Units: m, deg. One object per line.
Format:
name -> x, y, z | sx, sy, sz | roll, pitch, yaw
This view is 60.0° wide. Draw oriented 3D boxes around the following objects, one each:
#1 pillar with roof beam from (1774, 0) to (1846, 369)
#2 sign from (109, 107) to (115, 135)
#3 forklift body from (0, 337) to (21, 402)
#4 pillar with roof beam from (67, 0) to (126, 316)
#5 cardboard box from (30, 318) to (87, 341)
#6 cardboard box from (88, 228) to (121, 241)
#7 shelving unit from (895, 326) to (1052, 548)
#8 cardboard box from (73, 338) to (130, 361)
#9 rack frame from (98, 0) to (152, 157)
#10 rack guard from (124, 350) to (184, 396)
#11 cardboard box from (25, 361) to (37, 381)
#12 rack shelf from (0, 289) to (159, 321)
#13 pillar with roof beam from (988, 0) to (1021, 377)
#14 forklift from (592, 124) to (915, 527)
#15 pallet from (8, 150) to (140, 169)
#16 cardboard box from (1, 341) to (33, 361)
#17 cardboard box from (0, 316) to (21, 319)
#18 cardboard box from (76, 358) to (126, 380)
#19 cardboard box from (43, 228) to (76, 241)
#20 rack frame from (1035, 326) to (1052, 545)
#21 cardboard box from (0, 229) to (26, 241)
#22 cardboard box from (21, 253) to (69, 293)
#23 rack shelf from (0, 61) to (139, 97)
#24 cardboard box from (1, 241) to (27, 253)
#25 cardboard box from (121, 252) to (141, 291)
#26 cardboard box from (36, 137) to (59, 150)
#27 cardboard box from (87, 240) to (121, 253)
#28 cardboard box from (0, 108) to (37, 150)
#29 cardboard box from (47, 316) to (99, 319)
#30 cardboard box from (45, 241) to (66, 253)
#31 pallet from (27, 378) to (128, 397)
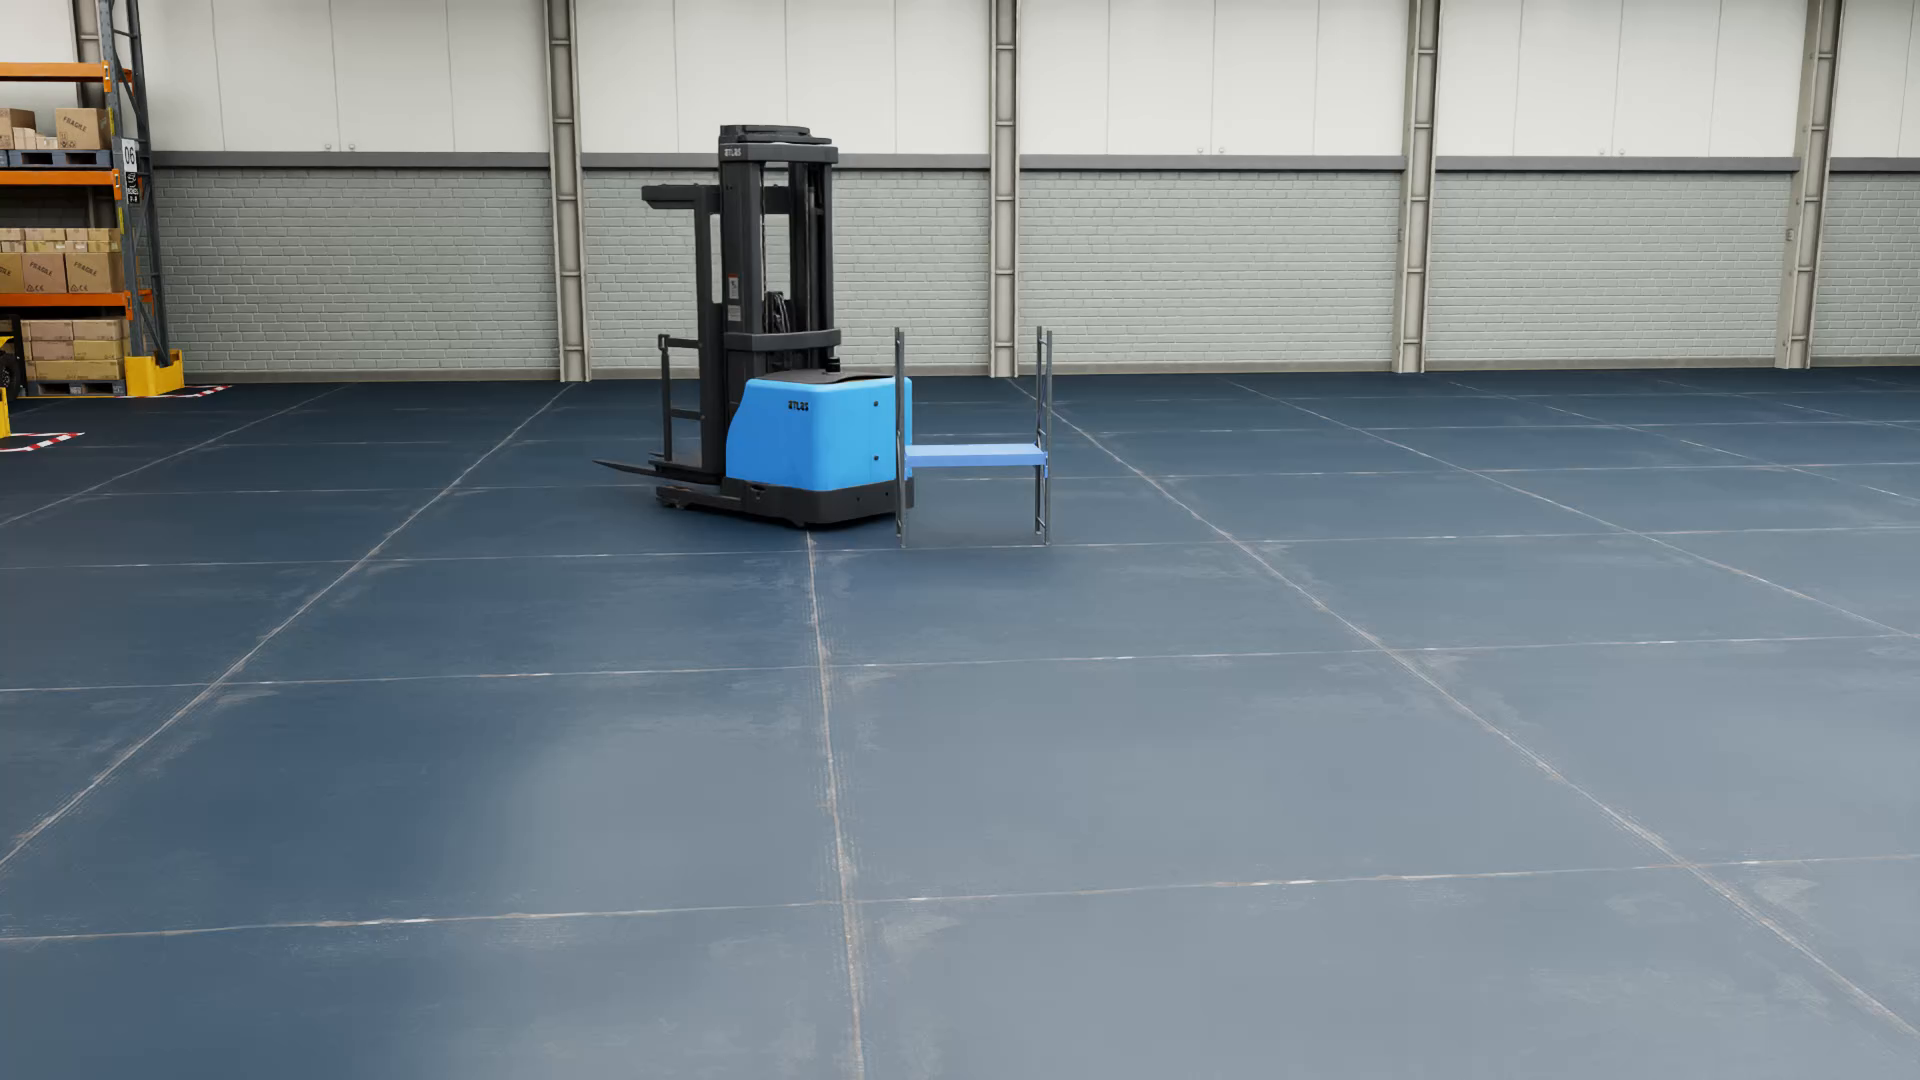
pillar with roof beam -> 13.009, -6.188, 20.018 | 0.400, 9.000, 9.100 | -1, 11, -6
sign -> -10.481, -5.175, 20.550 | 0.005, 0.325, 0.100 | -1, 11, -6
forklift body -> -12.214, -2.606, 19.549 | 1.214, 2.155, 2.313 | -1, 11, -6
pillar with roof beam -> -10.850, -5.688, 17.475 | 0.400, 9.000, 9.100 | -1, 11, -6
cardboard box -> -11.457, -2.678, 21.163 | 0.500, 0.250, 0.500 | -1, 11, -5
cardboard box -> -10.859, -3.877, 21.103 | 0.250, 0.149, 0.380 | -1, 11, -6
shelving unit -> 0.085, -0.738, 11.732 | 1.048, 1.500, 0.538 | -1, 11, -6
cardboard box -> -10.976, -2.444, 21.268 | 0.500, 0.250, 0.500 | -1, 11, -7
rack frame -> -10.526, -6.356, 20.869 | 0.127, 3.000, 1.000 | -1, 11, -6
rack guard -> -10.502, -2.186, 21.691 | 0.348, 0.500, 1.175 | -1, 11, -6
cardboard box -> -11.952, -2.181, 21.227 | 0.500, 0.250, 0.500 | -1, 11, -5
rack shelf -> -12.514, -3.017, 21.305 | 4.000, 0.370, 1.077 | -1, 11, -6
pillar with roof beam -> 1.080, -5.938, 18.747 | 0.400, 9.000, 9.100 | -1, 11, -6
forklift -> -1.783, -1.747, 13.157 | 3.031, 2.935, 1.130 | 10, 15, 41
pallet -> -11.231, -4.831, 21.117 | 1.213, 0.211, 1.003 | -1, 11, -6
cardboard box -> -11.987, -2.421, 21.150 | 0.500, 0.250, 0.500 | -1, 11, -7
cardboard box -> -12.529, -2.757, 21.563 | 0.500, 0.250, 0.500 | -1, 11, -7
cardboard box -> -10.959, -2.199, 21.314 | 0.500, 0.250, 0.500 | -1, 11, -6
cardboard box -> -11.358, -3.856, 20.993 | 0.250, 0.149, 0.380 | -1, 11, -5
rack frame -> 0.590, -0.748, 11.786 | 0.032, 1.500, 0.500 | -1, 11, -6
cardboard box -> -11.861, -3.838, 20.903 | 0.250, 0.149, 0.380 | -1, 11, -5
cardboard box -> -11.503, -3.391, 21.084 | 0.500, 0.500, 0.500 | -1, 11, -4
rack shelf -> -12.514, -5.765, 20.765 | 4.000, 0.370, 1.077 | -1, 11, -6
cardboard box -> -11.864, -3.696, 20.952 | 0.250, 0.149, 0.380 | -2, 11, -8
cardboard box -> -11.048, -3.504, 21.657 | 0.500, 0.500, 0.500 | -1, 11, -4
cardboard box -> -11.317, -4.940, 20.748 | 0.250, 0.149, 0.380 | -2, 11, -8
cardboard box -> -10.840, -3.718, 21.065 | 0.250, 0.149, 0.380 | -1, 11, -5
cardboard box -> -11.968, -5.130, 20.803 | 0.500, 0.500, 0.700 | -1, 11, -6
cardboard box -> -11.520, -2.775, 21.653 | 0.500, 0.250, 0.500 | -1, 11, -6
cardboard box -> -11.356, -3.714, 21.042 | 0.250, 0.149, 0.380 | -1, 11, -5
pallet -> -11.281, -2.020, 21.595 | 1.213, 0.211, 1.003 | -1, 11, -6
